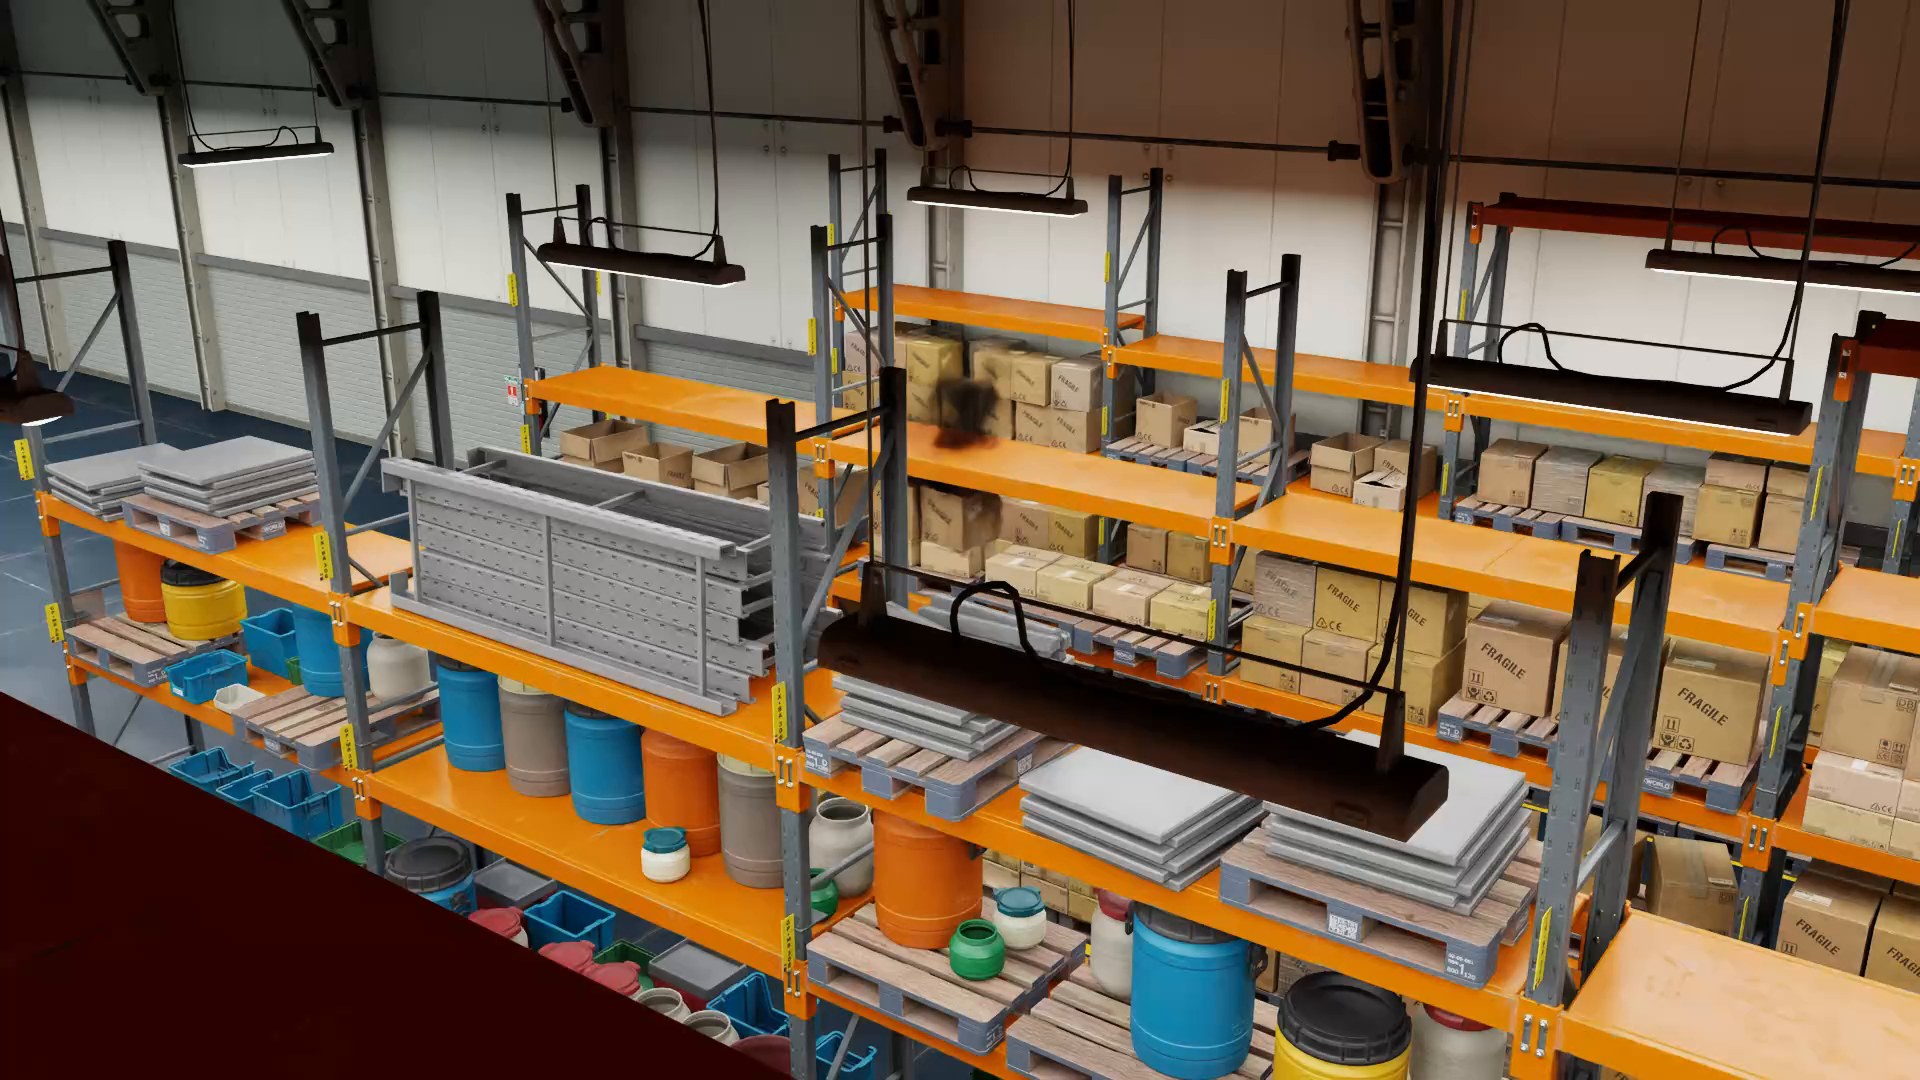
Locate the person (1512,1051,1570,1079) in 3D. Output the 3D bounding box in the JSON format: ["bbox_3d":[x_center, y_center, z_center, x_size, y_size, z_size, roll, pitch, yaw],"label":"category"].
[{"bbox_3d":[3.670,3.880,10.772,0.628,1.746,0.722,10,21,29],"label":"person"}]

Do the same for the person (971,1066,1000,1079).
[{"bbox_3d":[0.352,3.568,11.727,0.699,1.753,0.655,12,22,33],"label":"person"}]
